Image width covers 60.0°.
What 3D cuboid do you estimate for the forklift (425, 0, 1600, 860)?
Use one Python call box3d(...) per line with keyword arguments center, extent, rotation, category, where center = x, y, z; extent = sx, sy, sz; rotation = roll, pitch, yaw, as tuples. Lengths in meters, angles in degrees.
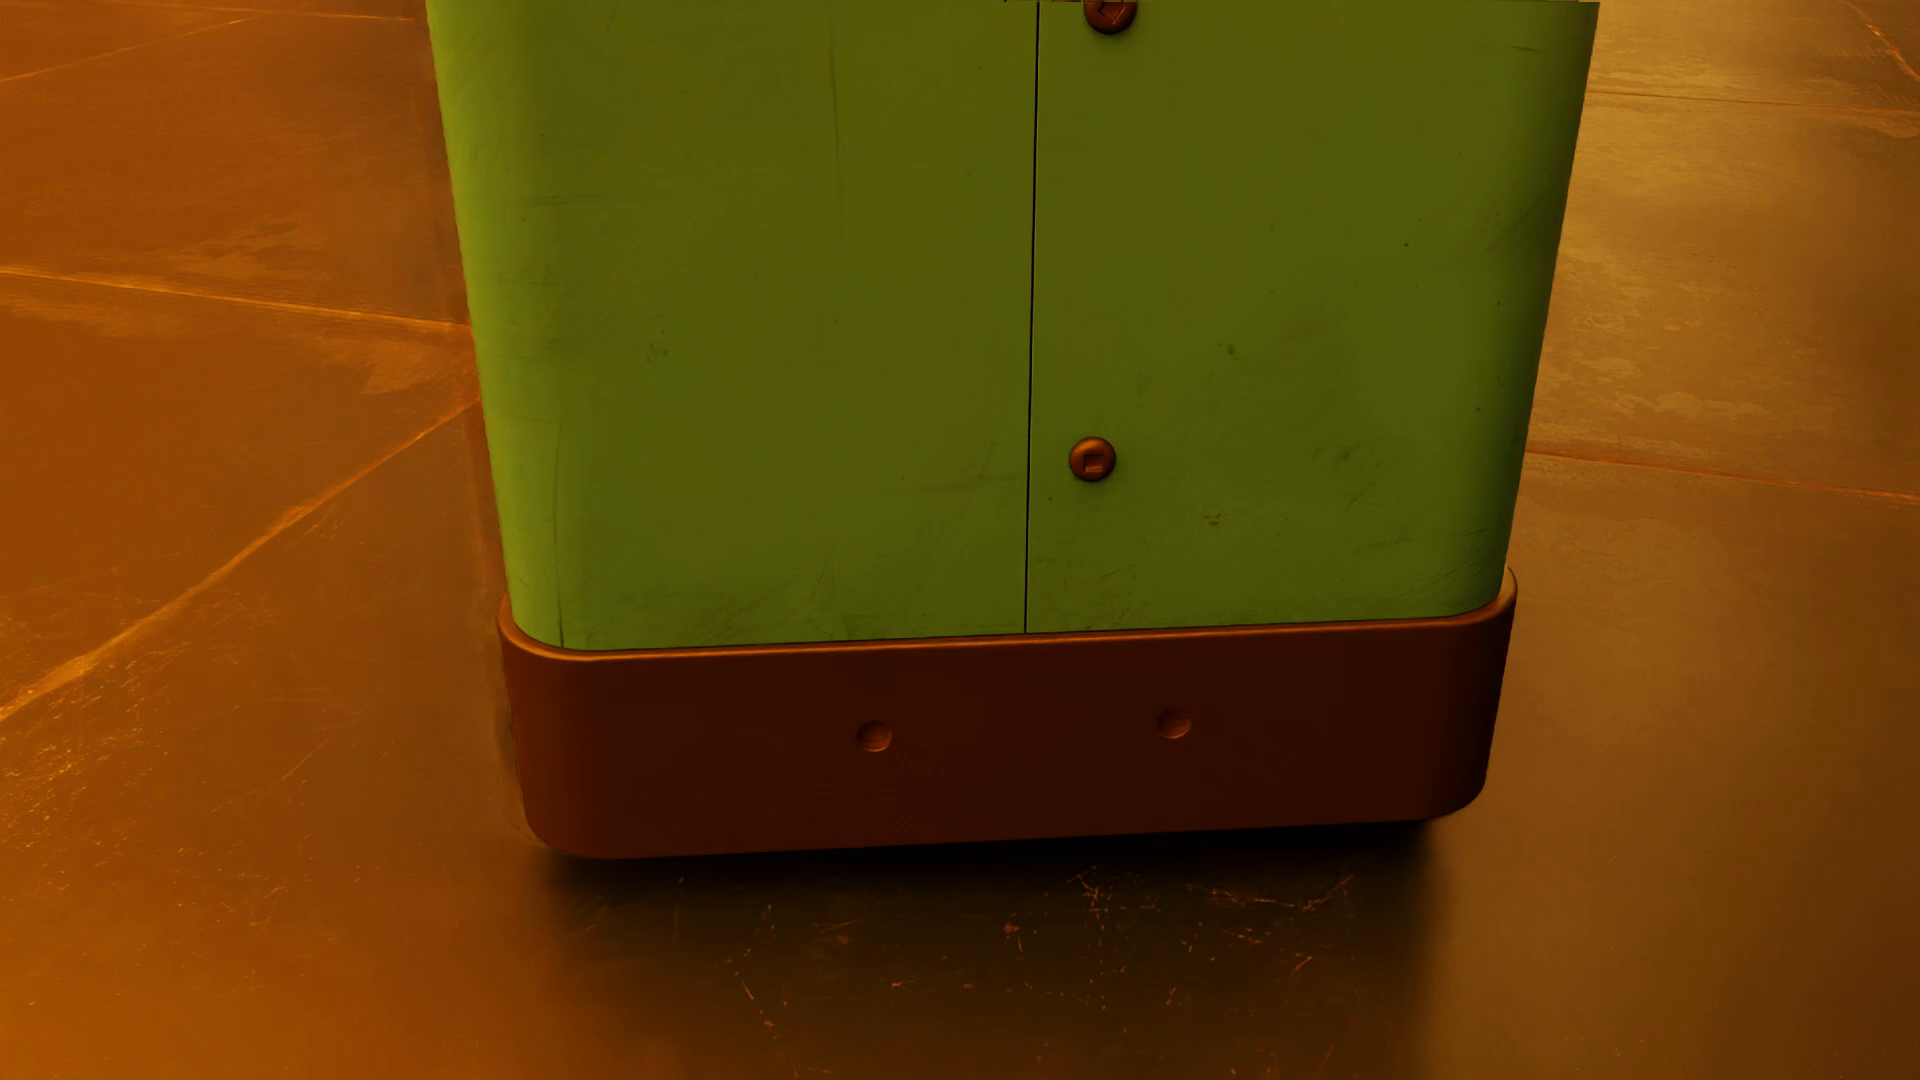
box3d(center=(-0.054, -1.615, 2.441), extent=(1.130, 2.935, 3.031), rotation=(-2, 27, -4), category="forklift")
